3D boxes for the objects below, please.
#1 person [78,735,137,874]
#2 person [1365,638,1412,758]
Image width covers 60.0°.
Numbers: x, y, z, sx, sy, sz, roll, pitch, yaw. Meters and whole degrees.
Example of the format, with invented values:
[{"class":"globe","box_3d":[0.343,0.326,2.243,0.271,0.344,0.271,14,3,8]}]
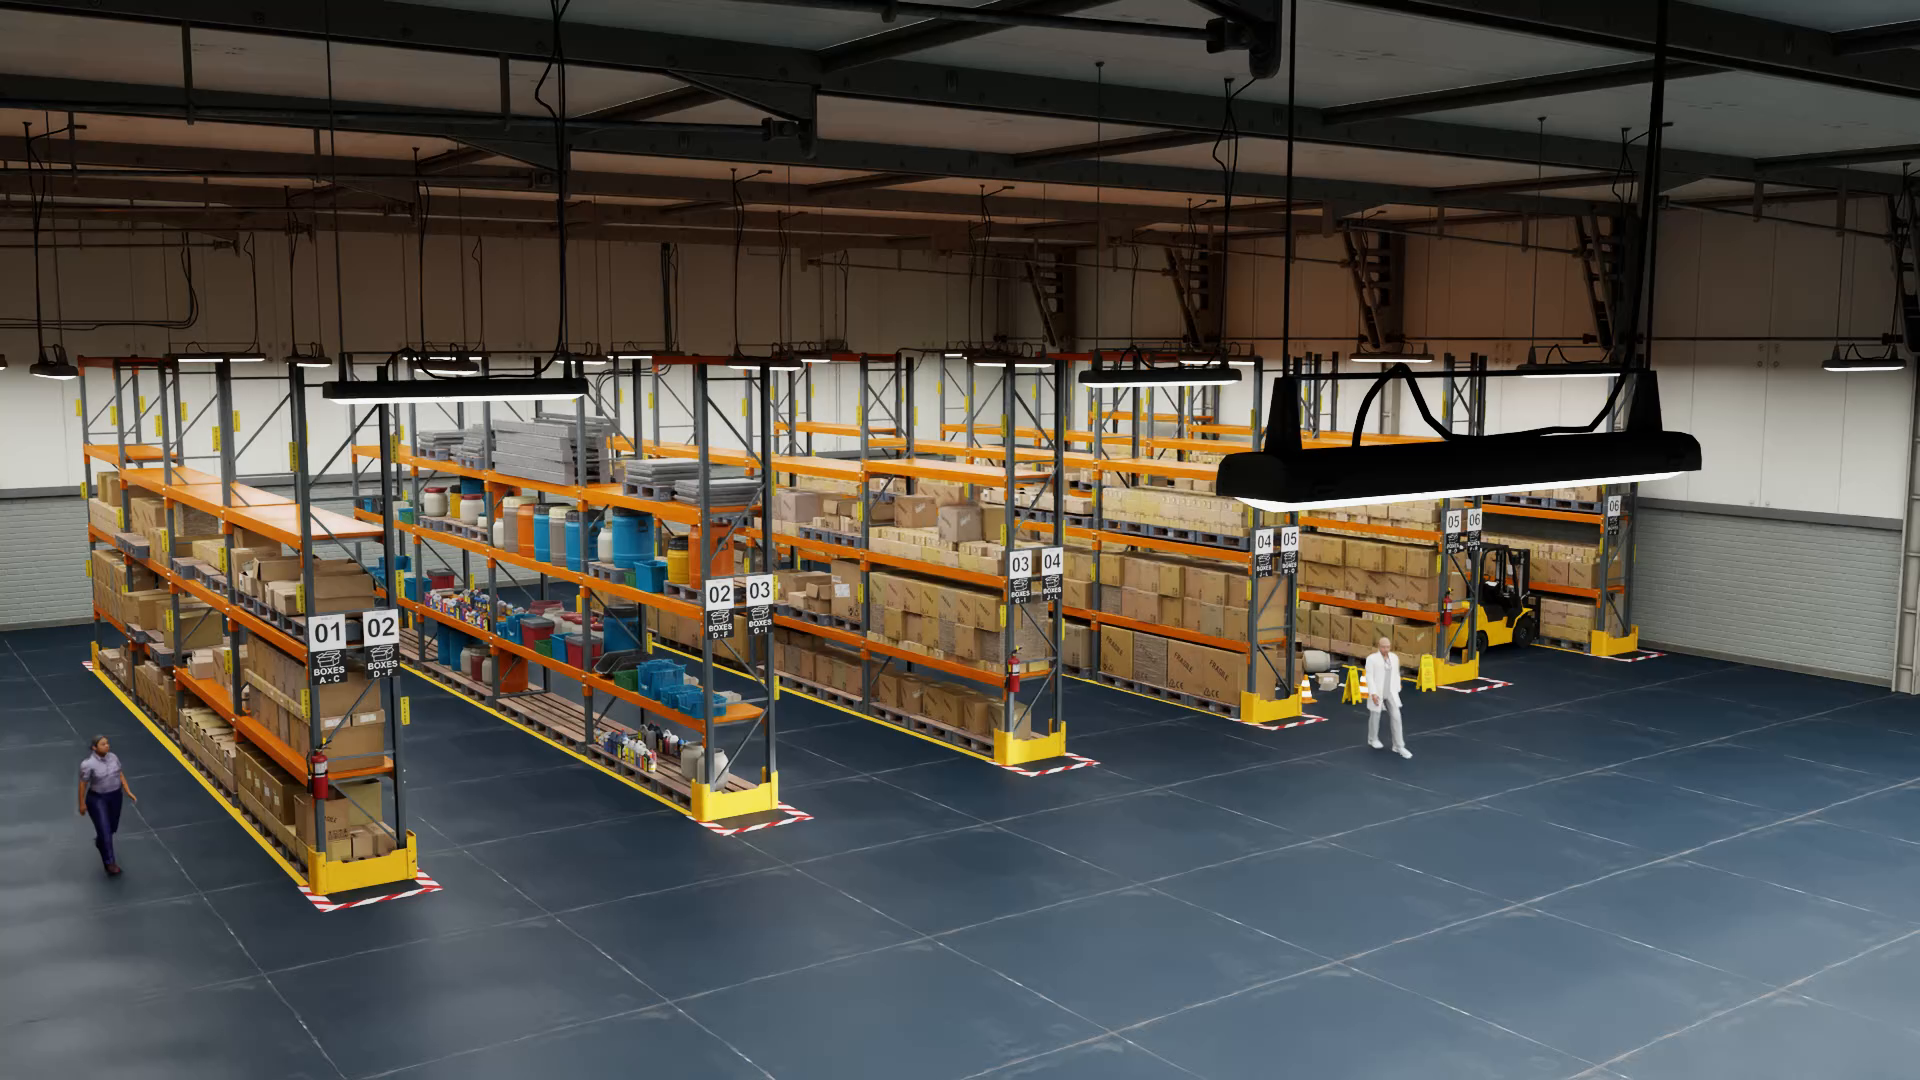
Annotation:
[{"class":"person","box_3d":[-10.253,3.107,19.950,1.016,1.593,0.581,6,9,39]},{"class":"person","box_3d":[6.505,2.371,25.424,0.619,1.763,0.893,-1,7,-6]}]
